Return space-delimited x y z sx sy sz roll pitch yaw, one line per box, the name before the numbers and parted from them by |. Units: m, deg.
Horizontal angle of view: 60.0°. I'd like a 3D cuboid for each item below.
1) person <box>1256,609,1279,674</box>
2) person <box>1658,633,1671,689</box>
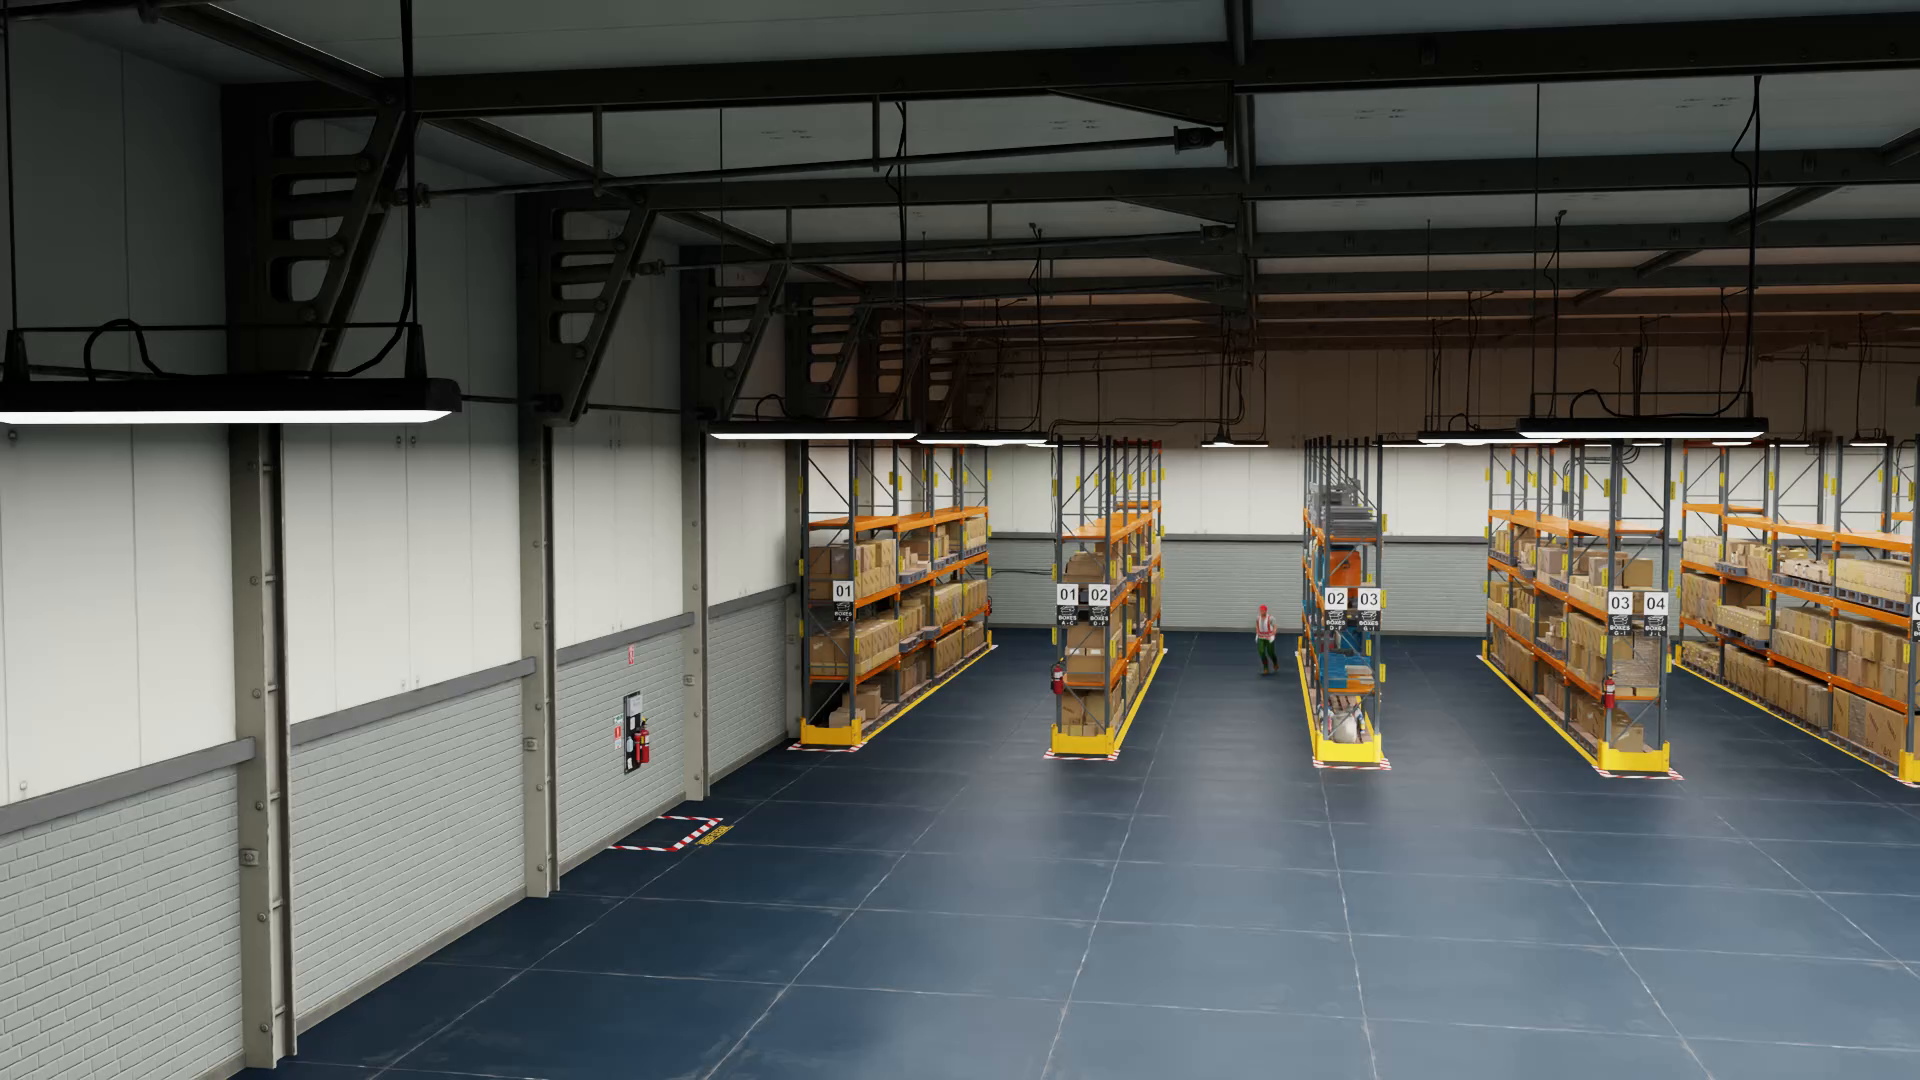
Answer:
person | 7.927 2.557 42.851 0.595 1.709 0.700 2 4 31
person | 16.193 2.761 38.621 0.621 1.842 0.545 2 3 27
